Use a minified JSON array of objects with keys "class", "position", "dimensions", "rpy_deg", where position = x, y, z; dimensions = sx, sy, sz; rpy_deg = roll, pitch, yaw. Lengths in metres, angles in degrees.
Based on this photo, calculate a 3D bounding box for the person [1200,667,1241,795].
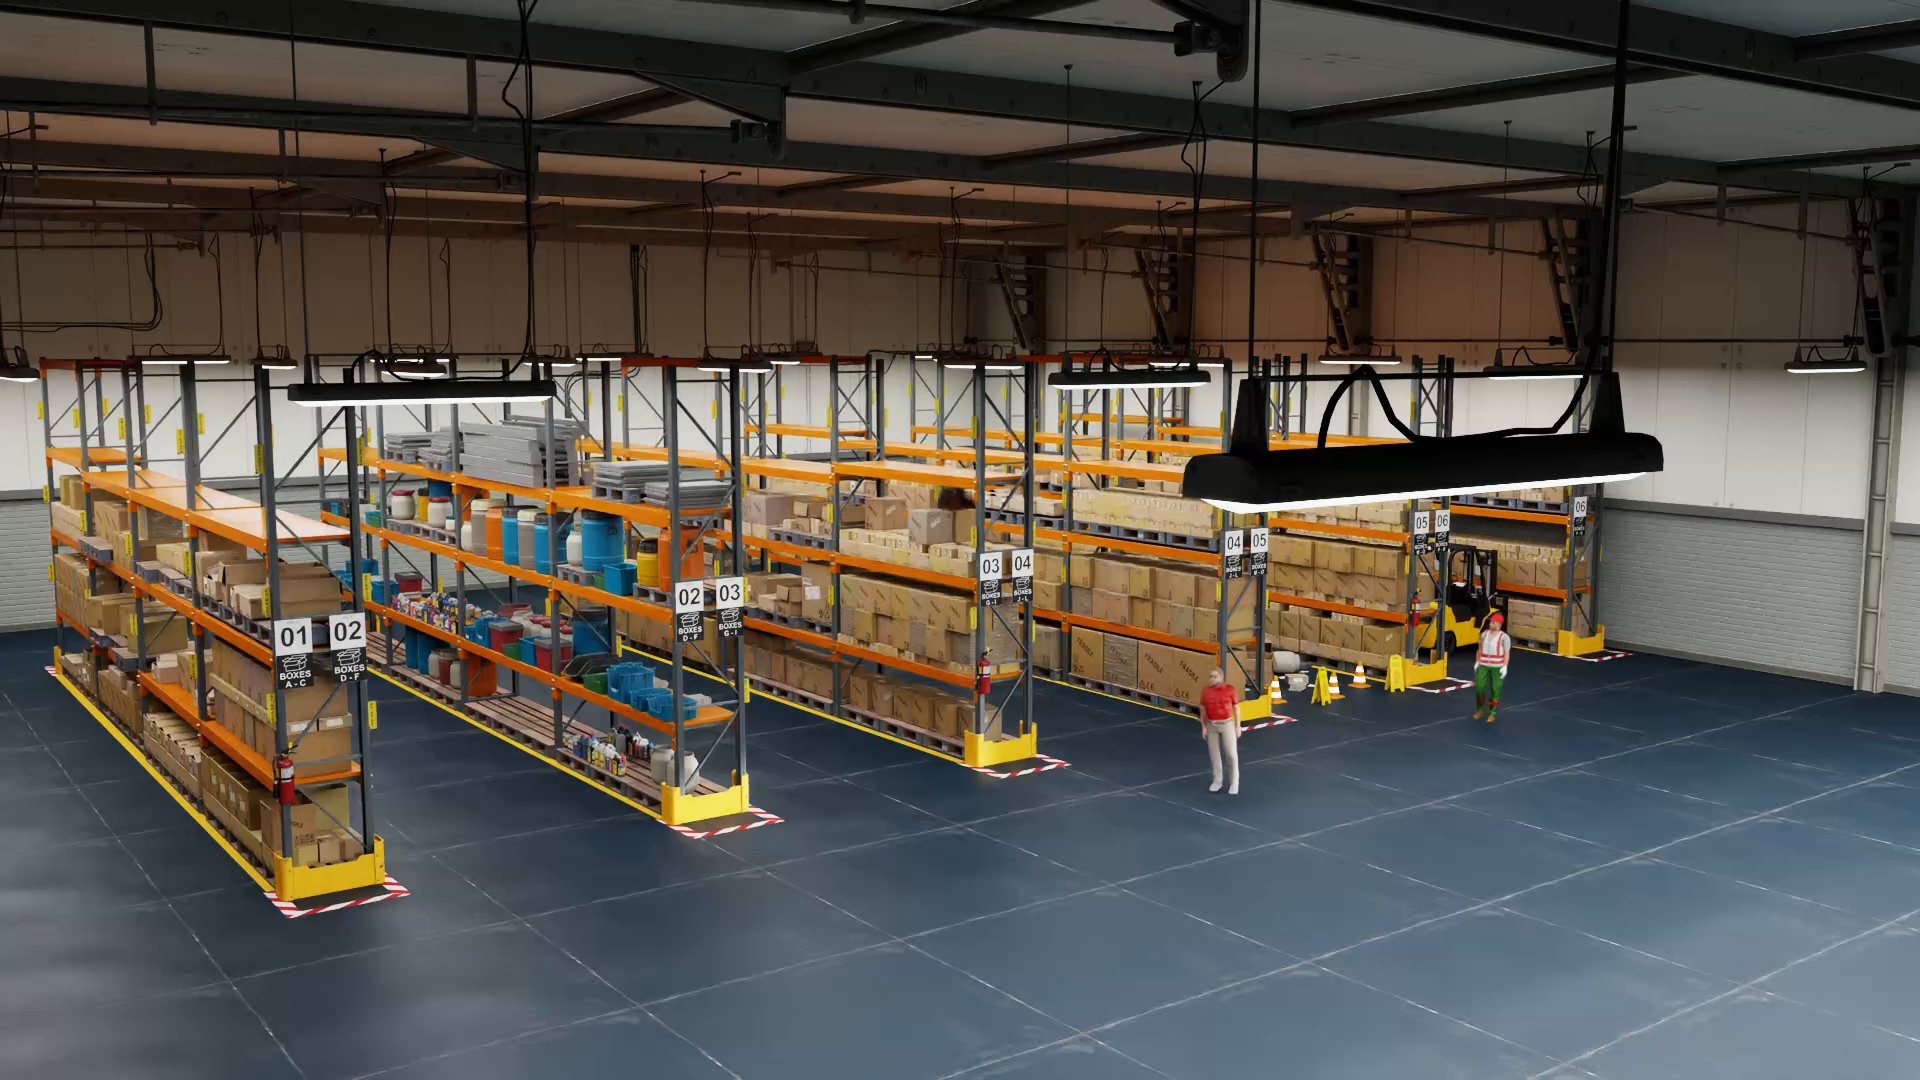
[{"class":"person","position":[3.657,2.683,23.443],"dimensions":[0.605,1.778,0.386],"rpy_deg":[3,7,23]}]

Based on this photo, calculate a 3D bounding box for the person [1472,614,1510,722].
[{"class":"person","position":[8.853,2.138,27.732],"dimensions":[0.578,1.810,0.522],"rpy_deg":[3,8,25]}]
